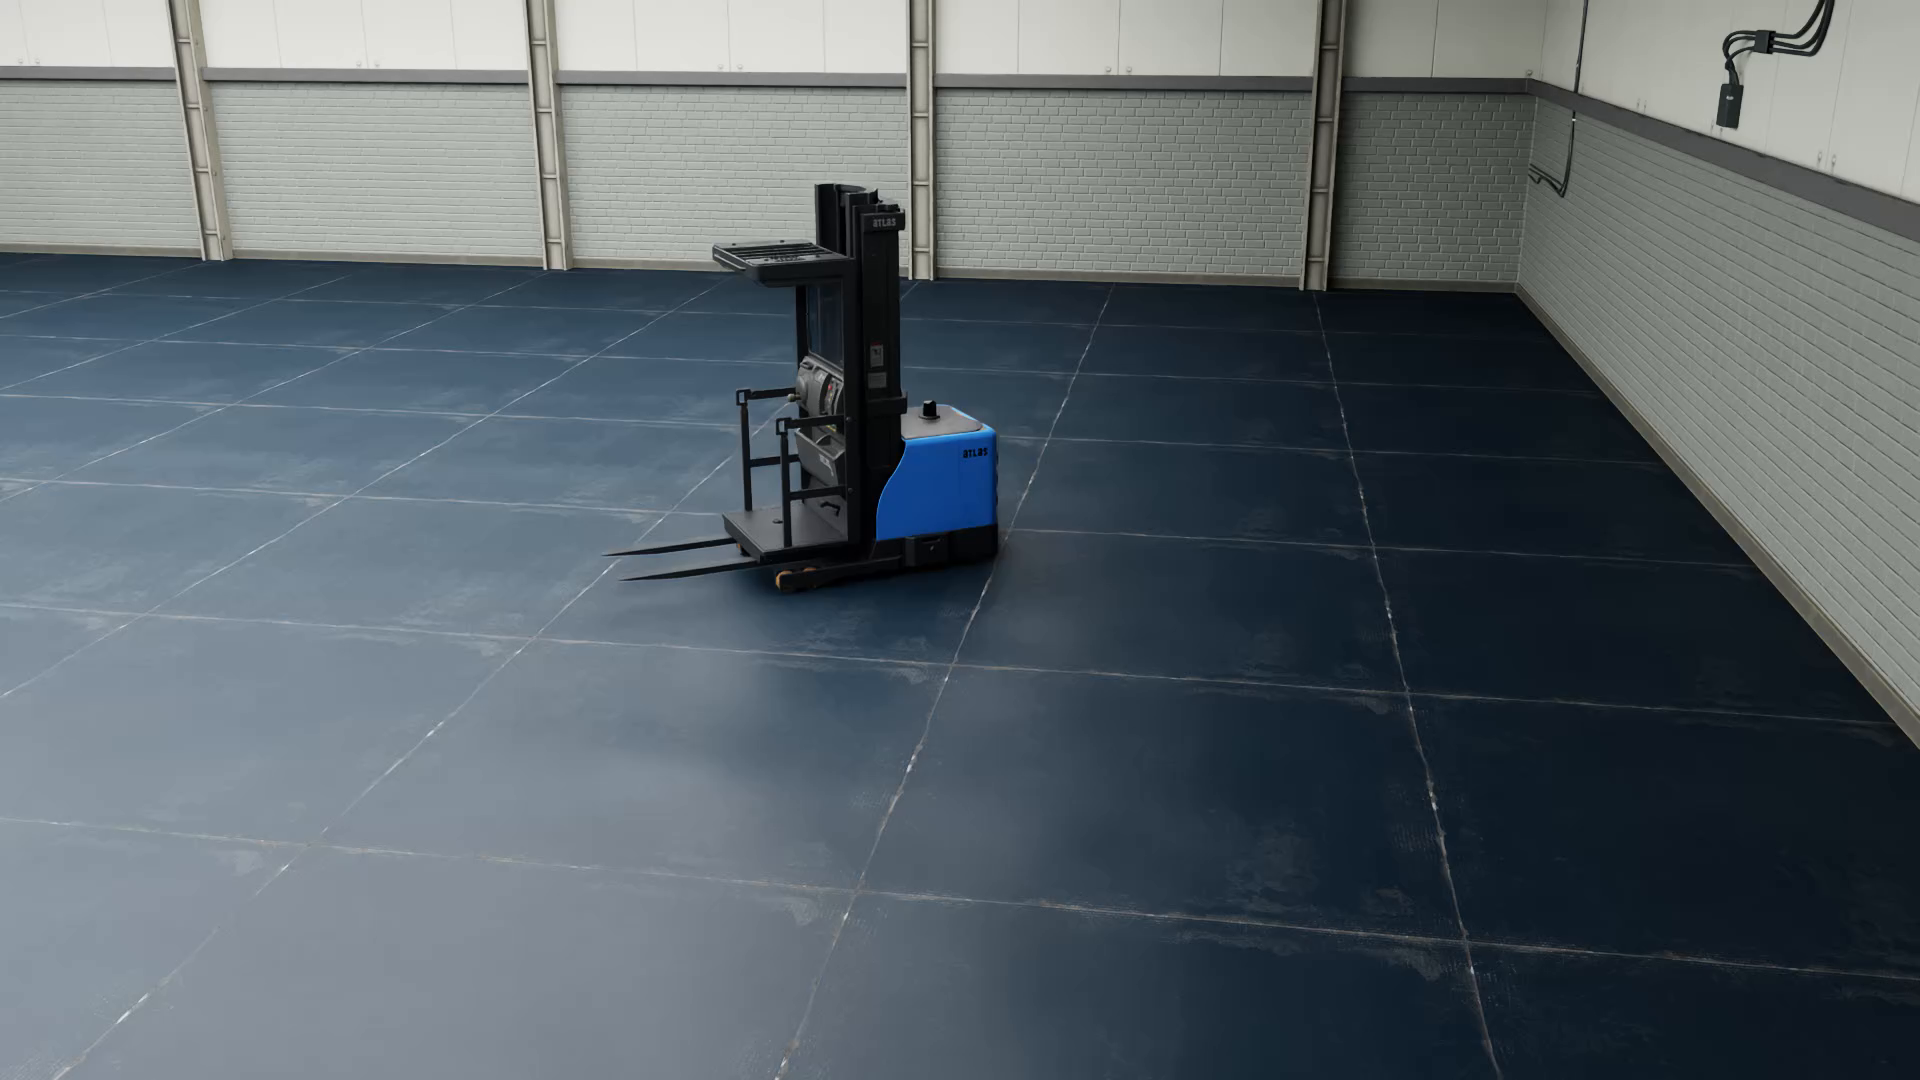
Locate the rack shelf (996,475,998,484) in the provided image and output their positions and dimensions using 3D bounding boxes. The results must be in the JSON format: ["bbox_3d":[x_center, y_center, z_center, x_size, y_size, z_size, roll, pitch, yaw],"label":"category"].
[{"bbox_3d":[0.173,-0.525,13.775,0.200,0.077,0.258,-6,20,-19],"label":"rack shelf"}]

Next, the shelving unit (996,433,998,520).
[{"bbox_3d":[0.173,-0.471,13.793,0.210,0.900,0.258,-6,20,-19],"label":"shelving unit"}]

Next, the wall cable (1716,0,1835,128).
[{"bbox_3d":[6.518,-6.146,12.631,0.169,6.003,2.305,3,19,9],"label":"wall cable"}]

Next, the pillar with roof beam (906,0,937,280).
[{"bbox_3d":[-1.266,-7.023,20.610,0.400,9.000,9.100,3,19,9],"label":"pillar with roof beam"}]

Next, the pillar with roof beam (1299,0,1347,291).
[{"bbox_3d":[4.658,-6.721,19.708,0.400,9.000,9.100,3,19,9],"label":"pillar with roof beam"}]

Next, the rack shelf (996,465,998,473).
[{"bbox_3d":[0.173,-0.610,13.747,0.200,0.077,0.258,-6,20,-19],"label":"rack shelf"}]

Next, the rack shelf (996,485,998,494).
[{"bbox_3d":[0.173,-0.440,13.804,0.200,0.077,0.258,-6,20,-19],"label":"rack shelf"}]

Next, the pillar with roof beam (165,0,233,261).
[{"bbox_3d":[-13.114,-7.627,22.415,0.400,9.000,9.100,3,19,9],"label":"pillar with roof beam"}]

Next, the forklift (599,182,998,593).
[{"bbox_3d":[-1.260,-1.180,12.710,3.031,2.935,1.130,-8,20,-23],"label":"forklift"}]

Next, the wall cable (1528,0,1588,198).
[{"bbox_3d":[8.039,-6.034,22.550,0.112,2.526,3.097,3,19,9],"label":"wall cable"}]

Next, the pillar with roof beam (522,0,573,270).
[{"bbox_3d":[-7.190,-7.325,21.513,0.400,9.000,9.100,3,19,9],"label":"pillar with roof beam"}]

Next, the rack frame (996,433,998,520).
[{"bbox_3d":[0.269,-0.482,13.826,0.006,0.900,0.240,-6,20,-19],"label":"rack frame"}]
